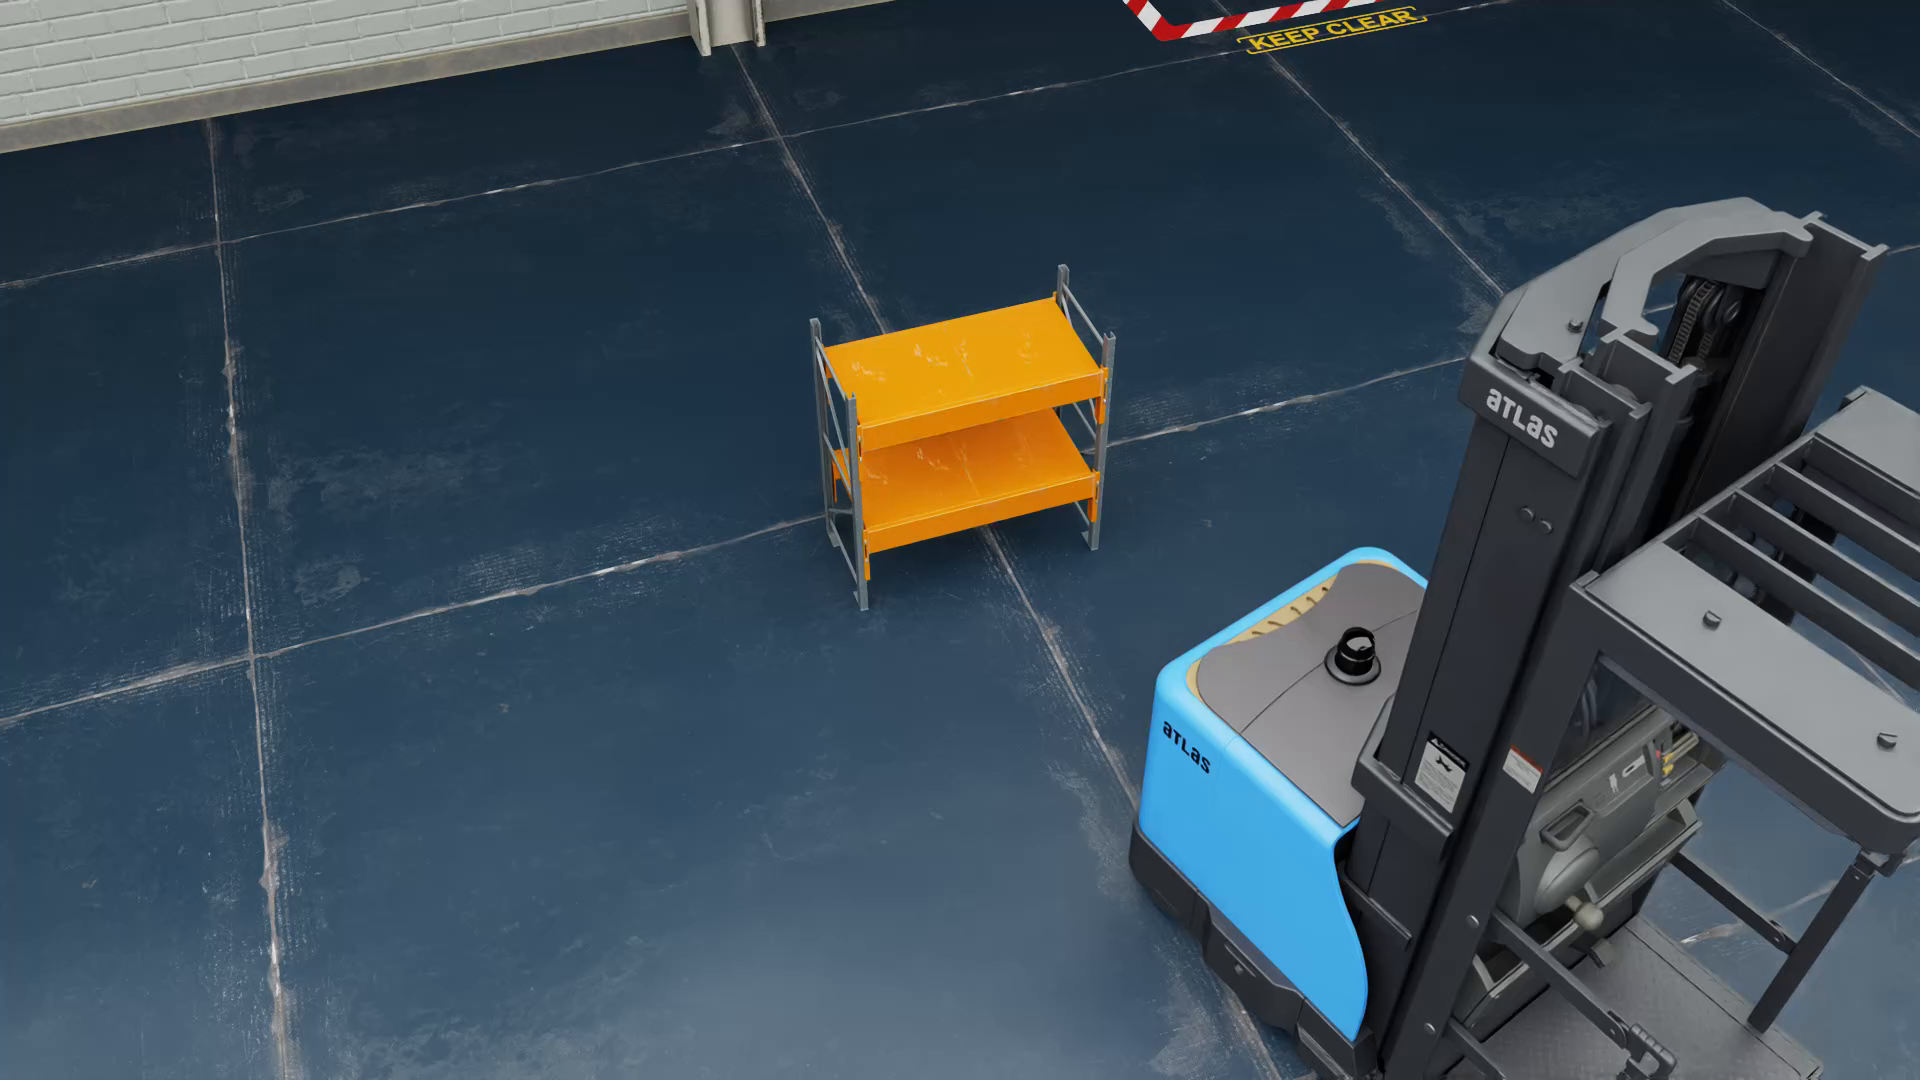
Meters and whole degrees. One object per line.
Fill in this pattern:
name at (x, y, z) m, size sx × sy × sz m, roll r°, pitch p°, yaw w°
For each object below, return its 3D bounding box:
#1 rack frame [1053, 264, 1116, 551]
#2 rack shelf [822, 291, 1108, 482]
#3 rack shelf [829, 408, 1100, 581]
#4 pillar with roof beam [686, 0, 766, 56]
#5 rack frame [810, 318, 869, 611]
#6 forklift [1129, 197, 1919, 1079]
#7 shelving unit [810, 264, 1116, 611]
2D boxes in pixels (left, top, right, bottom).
rack frame at (0.485, -0.521, 6.784) m, size 0.032 × 1.125 × 0.500 m, roll -14°, pitch 47°, yaw -14°
rack shelf at (0.006, -0.605, 6.455) m, size 1.000 × 0.278 × 0.538 m, roll -14°, pitch 47°, yaw -14°
rack shelf at (0.006, -0.226, 6.836) m, size 1.000 × 0.278 × 0.538 m, roll -14°, pitch 47°, yaw -14°
pillar with roof beam at (0.054, -3.351, 4.046) m, size 0.400 × 9.000 × 9.100 m, roll -14°, pitch 47°, yaw -14°
rack frame at (-0.472, -0.276, 6.541) m, size 0.032 × 1.125 × 0.500 m, roll -14°, pitch 47°, yaw -14°
forklift at (1.881, 0.760, 4.233) m, size 1.130 × 2.935 × 3.031 m, roll -28°, pitch 52°, yaw -25°
shelving unit at (0.006, -0.399, 6.663) m, size 1.048 × 1.125 × 0.538 m, roll -14°, pitch 47°, yaw -14°
